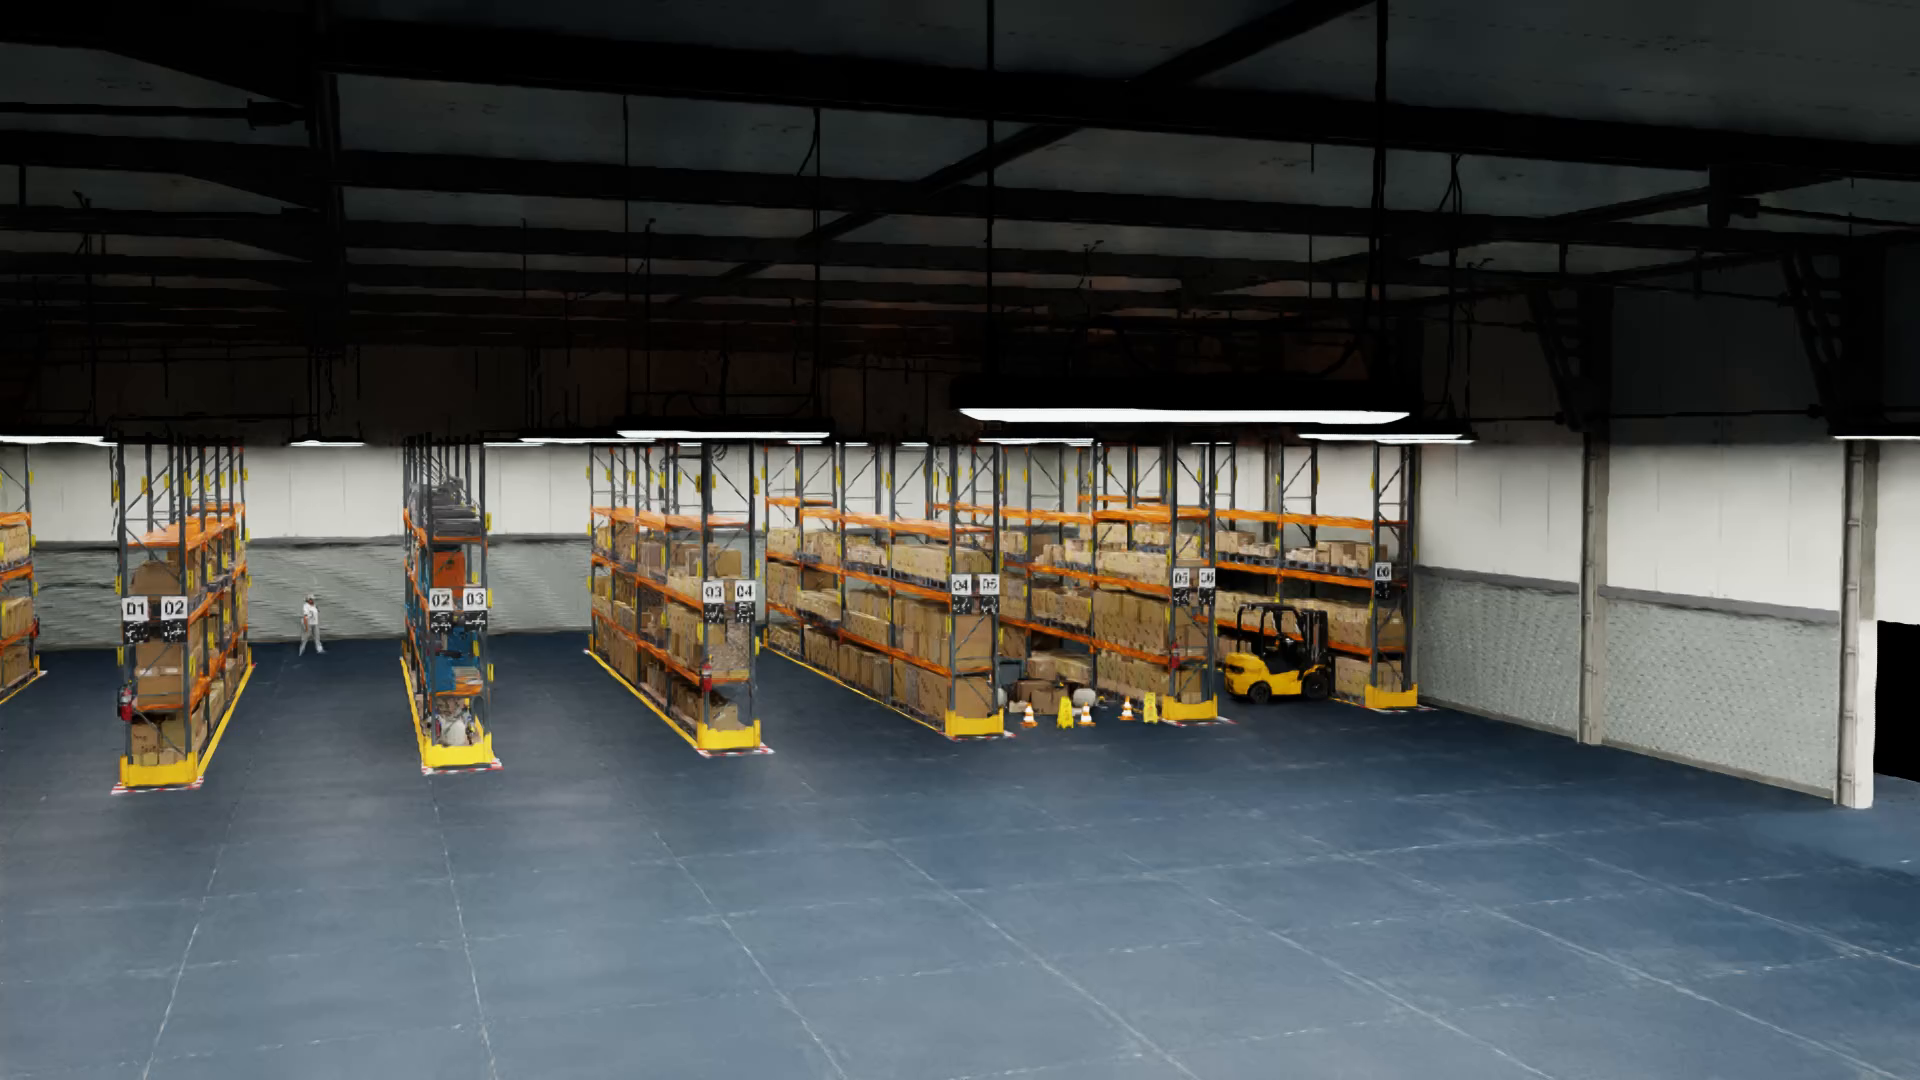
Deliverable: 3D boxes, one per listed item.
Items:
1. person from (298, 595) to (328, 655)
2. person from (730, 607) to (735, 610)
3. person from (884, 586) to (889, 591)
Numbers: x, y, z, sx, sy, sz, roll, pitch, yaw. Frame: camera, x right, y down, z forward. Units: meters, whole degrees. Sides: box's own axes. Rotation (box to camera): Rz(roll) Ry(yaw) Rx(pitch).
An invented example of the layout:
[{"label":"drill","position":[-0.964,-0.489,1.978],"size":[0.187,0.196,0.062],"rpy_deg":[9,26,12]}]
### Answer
[{"label":"person","position":[-17.987,2.333,46.116],"size":[0.562,1.655,0.734],"rpy_deg":[1,3,17]},{"label":"person","position":[-6.952,2.209,50.235],"size":[0.436,1.476,0.584],"rpy_deg":[1,3,18]},{"label":"person","position":[-2.329,1.985,52.556],"size":[0.505,1.664,0.510],"rpy_deg":[2,4,33]}]
